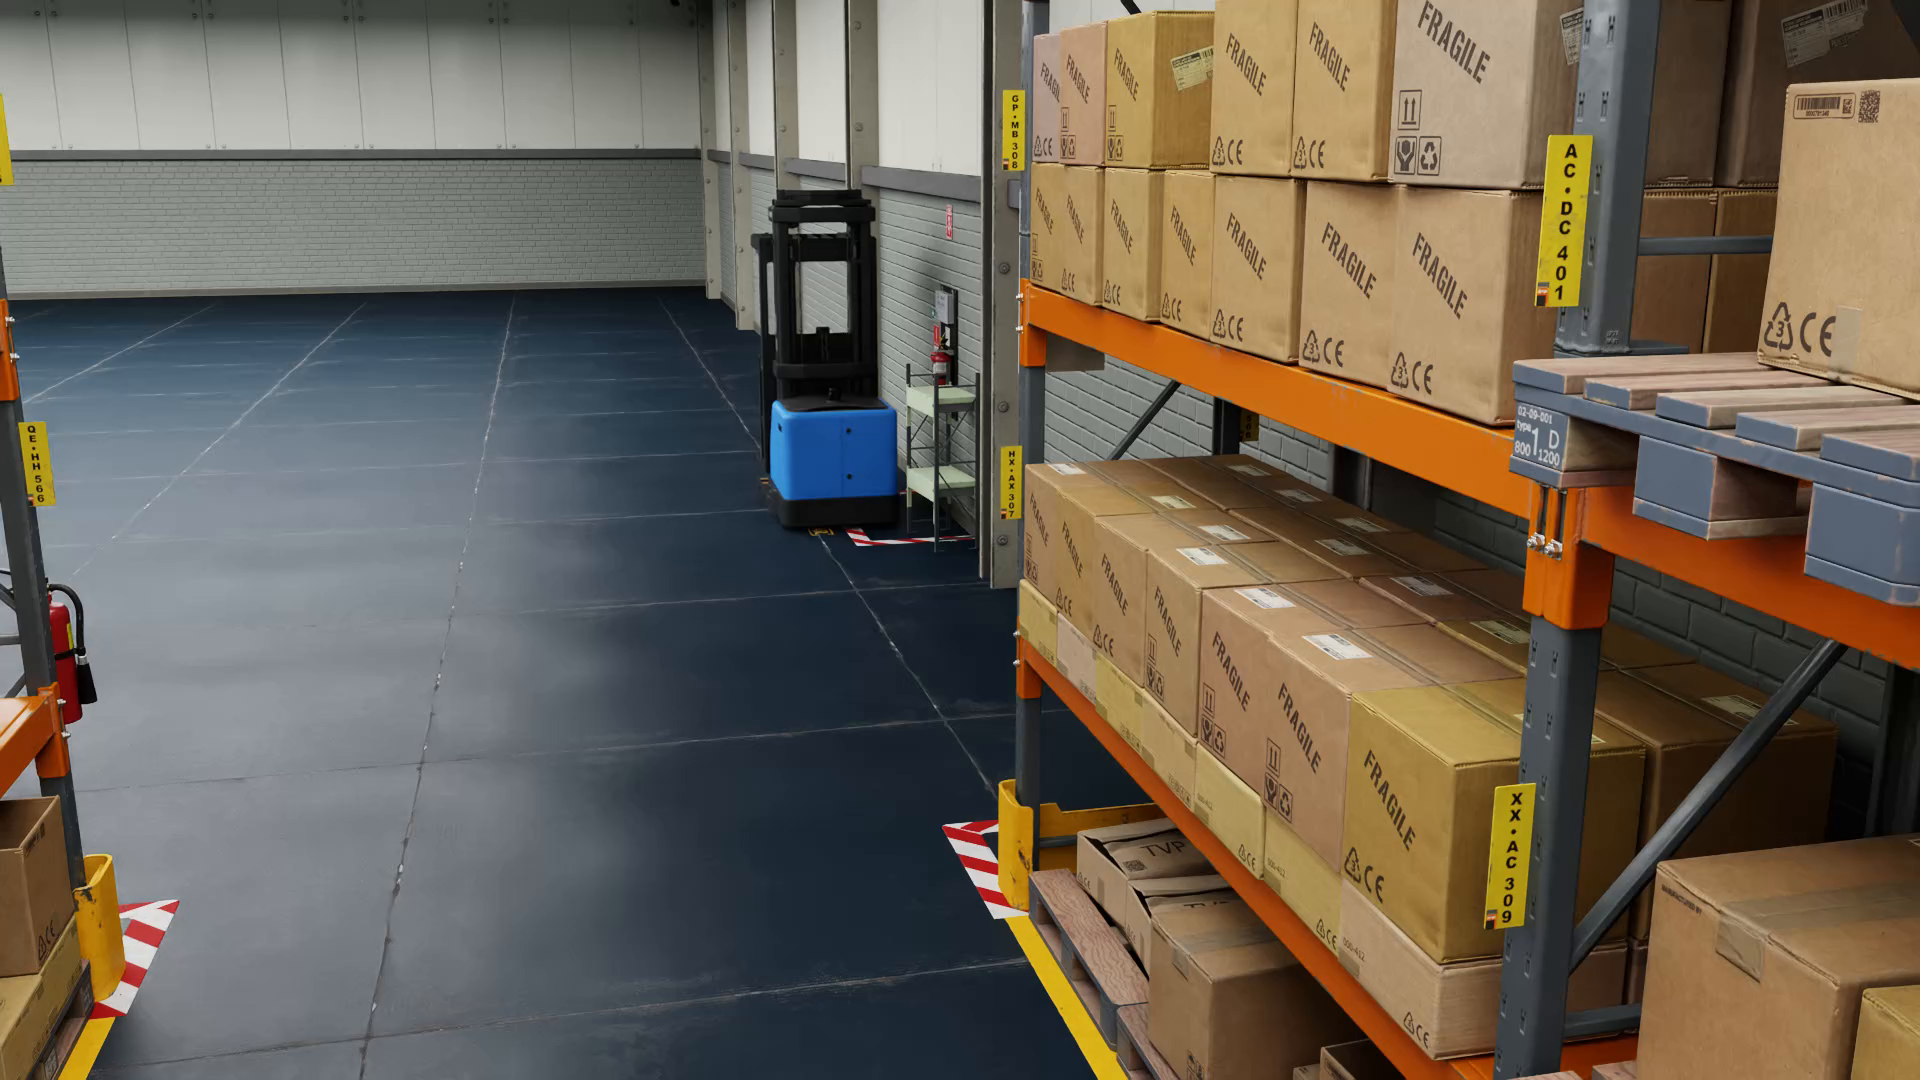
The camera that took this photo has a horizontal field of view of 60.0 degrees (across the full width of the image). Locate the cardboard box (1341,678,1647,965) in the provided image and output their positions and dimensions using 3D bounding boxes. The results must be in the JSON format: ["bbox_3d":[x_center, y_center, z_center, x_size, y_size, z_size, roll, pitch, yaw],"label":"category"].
[{"bbox_3d":[1.284,0.668,4.065,0.500,0.500,0.500,-3,14,-13],"label":"cardboard box"}]

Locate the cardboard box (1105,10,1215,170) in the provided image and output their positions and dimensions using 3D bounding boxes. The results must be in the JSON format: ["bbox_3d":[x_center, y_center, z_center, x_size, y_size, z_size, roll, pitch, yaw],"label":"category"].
[{"bbox_3d":[0.810,-1.524,5.665,0.500,0.500,0.500,-3,14,-12],"label":"cardboard box"}]

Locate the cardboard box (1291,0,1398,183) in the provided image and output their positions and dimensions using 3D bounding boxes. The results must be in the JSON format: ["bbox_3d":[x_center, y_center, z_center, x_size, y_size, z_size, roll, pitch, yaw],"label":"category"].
[{"bbox_3d":[1.175,-1.167,4.203,0.500,0.500,0.500,-3,14,-10],"label":"cardboard box"}]

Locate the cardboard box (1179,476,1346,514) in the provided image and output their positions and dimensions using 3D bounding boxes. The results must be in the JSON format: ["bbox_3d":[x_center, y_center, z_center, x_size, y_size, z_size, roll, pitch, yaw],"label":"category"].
[{"bbox_3d":[1.182,0.051,6.592,0.500,0.500,0.500,-3,14,-12],"label":"cardboard box"}]

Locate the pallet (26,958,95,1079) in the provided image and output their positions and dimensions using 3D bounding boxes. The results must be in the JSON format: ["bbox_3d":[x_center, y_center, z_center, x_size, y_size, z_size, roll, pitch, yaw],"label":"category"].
[{"bbox_3d":[-3.838,1.944,6.024,1.003,0.211,1.213,-3,14,-13],"label":"pallet"}]

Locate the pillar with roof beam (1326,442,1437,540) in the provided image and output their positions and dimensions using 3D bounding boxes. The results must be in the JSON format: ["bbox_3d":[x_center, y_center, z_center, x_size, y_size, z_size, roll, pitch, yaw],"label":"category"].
[{"bbox_3d":[-2.423,-2.423,5.382,9.100,9.000,0.400,-3,14,-13],"label":"pillar with roof beam"}]

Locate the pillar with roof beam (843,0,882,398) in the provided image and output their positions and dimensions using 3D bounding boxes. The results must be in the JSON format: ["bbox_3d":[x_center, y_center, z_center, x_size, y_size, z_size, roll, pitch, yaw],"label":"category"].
[{"bbox_3d":[-5.241,-5.191,16.713,9.100,9.000,0.400,-3,14,-13],"label":"pillar with roof beam"}]

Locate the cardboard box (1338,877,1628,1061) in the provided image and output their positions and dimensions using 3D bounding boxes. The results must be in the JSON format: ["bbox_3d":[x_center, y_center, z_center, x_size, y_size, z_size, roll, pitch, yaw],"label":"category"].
[{"bbox_3d":[1.290,1.032,4.156,0.500,0.250,0.500,-3,14,-13],"label":"cardboard box"}]

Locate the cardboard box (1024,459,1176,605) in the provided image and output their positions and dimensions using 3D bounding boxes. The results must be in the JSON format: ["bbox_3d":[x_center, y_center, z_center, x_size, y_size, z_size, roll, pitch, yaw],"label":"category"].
[{"bbox_3d":[0.576,-0.036,6.947,0.500,0.500,0.500,-3,14,-13],"label":"cardboard box"}]

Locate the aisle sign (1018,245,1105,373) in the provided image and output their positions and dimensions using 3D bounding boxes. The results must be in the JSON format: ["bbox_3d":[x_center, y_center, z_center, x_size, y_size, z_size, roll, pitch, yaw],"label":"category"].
[{"bbox_3d":[0.448,-1.124,7.231,0.394,0.787,0.004,-3,14,-13],"label":"aisle sign"}]

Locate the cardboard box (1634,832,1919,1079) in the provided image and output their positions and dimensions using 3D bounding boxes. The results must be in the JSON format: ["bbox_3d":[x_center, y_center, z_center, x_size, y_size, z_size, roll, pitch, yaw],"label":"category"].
[{"bbox_3d":[1.782,0.918,3.210,0.700,0.500,0.500,-3,14,-13],"label":"cardboard box"}]

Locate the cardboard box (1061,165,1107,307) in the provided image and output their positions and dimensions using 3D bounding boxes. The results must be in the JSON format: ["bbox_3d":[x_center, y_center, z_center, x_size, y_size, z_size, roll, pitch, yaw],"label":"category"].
[{"bbox_3d":[0.683,-1.160,6.281,0.500,0.500,0.500,-2,14,-9],"label":"cardboard box"}]

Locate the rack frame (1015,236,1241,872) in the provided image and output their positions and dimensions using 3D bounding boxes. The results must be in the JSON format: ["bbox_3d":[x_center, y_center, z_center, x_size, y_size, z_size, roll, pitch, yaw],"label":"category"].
[{"bbox_3d":[0.756,0.139,7.540,1.000,3.000,0.127,-3,14,-13],"label":"rack frame"}]

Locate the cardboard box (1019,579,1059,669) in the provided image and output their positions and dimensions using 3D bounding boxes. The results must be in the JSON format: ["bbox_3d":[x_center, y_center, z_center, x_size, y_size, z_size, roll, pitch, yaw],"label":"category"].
[{"bbox_3d":[0.562,0.332,7.022,0.500,0.250,0.500,-4,14,-15],"label":"cardboard box"}]

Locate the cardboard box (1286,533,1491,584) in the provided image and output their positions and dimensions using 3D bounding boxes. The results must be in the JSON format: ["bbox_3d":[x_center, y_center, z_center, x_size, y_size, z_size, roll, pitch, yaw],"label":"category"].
[{"bbox_3d":[1.426,0.286,5.629,0.500,0.500,0.500,-3,14,-12],"label":"cardboard box"}]

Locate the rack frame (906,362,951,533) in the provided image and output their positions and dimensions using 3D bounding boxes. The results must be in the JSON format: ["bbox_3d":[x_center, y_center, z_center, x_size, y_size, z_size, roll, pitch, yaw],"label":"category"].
[{"bbox_3d":[-0.274,-0.805,14.563,0.400,1.500,0.023,-5,15,-19],"label":"rack frame"}]

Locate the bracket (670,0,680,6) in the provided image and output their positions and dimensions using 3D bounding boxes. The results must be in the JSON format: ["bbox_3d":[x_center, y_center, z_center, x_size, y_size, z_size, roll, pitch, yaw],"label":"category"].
[{"bbox_3d":[-6.283,-11.955,36.813,0.235,0.232,0.430,-3,14,-13],"label":"bracket"}]

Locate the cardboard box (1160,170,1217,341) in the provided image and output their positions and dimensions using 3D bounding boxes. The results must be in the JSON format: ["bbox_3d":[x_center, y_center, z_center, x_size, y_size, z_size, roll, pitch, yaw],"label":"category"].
[{"bbox_3d":[0.955,-0.918,5.291,0.500,0.500,0.500,-2,14,-10],"label":"cardboard box"}]

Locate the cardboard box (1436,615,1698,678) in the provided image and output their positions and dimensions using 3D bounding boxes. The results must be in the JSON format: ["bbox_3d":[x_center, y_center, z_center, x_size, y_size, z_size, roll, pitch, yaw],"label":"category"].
[{"bbox_3d":[1.670,0.521,4.670,0.500,0.500,0.500,-3,14,-13],"label":"cardboard box"}]

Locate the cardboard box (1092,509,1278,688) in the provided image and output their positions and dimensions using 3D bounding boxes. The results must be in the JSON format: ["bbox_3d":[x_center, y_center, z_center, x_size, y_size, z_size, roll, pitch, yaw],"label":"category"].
[{"bbox_3d":[0.798,0.198,5.989,0.500,0.500,0.500,-4,14,-15],"label":"cardboard box"}]

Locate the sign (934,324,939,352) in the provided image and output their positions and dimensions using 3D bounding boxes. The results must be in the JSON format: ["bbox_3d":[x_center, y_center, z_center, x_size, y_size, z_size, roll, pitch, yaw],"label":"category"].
[{"bbox_3d":[-0.221,-1.855,15.625,0.001,0.329,0.234,-3,14,-13],"label":"sign"}]

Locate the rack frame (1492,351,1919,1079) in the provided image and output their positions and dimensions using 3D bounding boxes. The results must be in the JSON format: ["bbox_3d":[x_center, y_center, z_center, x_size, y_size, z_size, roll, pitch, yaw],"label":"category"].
[{"bbox_3d":[1.696,1.061,3.763,1.000,3.000,0.127,-3,14,-13],"label":"rack frame"}]

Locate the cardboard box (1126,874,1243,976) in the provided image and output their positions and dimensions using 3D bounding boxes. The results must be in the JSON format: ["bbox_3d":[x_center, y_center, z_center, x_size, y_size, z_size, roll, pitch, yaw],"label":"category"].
[{"bbox_3d":[0.965,1.527,6.595,0.500,0.311,0.500,-2,14,-9],"label":"cardboard box"}]

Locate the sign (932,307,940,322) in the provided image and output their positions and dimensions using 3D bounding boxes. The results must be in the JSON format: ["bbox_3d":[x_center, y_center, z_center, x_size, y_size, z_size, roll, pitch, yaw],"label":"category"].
[{"bbox_3d":[-0.228,-2.111,15.556,0.001,0.109,0.331,-3,14,-13],"label":"sign"}]

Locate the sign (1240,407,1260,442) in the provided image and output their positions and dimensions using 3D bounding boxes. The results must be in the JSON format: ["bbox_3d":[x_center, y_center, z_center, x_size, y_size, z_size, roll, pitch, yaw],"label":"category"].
[{"bbox_3d":[1.300,-0.604,7.473,0.100,0.325,0.005,-3,14,-13],"label":"sign"}]

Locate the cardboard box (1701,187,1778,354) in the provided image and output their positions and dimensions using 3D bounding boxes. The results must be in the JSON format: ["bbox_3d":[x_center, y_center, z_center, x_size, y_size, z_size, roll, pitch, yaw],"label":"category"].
[{"bbox_3d":[1.826,-0.581,3.913,0.500,0.500,0.500,-3,14,-11],"label":"cardboard box"}]

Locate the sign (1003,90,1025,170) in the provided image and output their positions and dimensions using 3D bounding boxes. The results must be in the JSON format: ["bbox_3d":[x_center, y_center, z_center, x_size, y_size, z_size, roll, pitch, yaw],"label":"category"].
[{"bbox_3d":[0.229,-1.713,6.956,0.100,0.325,0.005,-3,14,-13],"label":"sign"}]

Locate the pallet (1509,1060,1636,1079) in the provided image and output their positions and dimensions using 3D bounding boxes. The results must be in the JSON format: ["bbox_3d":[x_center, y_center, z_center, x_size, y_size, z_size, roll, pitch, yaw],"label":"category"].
[{"bbox_3d":[1.734,1.339,3.031,1.003,0.211,1.213,-3,14,-13],"label":"pallet"}]

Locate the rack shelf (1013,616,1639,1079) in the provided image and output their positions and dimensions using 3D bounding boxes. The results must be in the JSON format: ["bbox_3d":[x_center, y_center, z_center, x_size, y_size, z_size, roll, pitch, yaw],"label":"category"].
[{"bbox_3d":[1.226,0.949,5.737,1.077,0.370,4.000,-3,14,-13],"label":"rack shelf"}]

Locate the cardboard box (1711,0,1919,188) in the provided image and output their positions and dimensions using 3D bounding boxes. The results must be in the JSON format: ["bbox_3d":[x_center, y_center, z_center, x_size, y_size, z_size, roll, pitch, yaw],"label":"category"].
[{"bbox_3d":[1.858,-1.069,3.802,0.500,0.500,0.500,-3,14,-12],"label":"cardboard box"}]

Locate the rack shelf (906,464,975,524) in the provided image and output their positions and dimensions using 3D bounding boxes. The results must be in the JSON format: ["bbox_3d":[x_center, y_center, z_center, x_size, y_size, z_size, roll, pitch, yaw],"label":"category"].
[{"bbox_3d":[-0.149,-0.407,14.306,0.431,0.370,0.720,-5,15,-19],"label":"rack shelf"}]

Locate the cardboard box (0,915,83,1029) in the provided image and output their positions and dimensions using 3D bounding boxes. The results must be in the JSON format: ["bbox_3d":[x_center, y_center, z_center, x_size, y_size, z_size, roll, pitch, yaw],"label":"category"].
[{"bbox_3d":[-3.645,1.654,6.244,0.500,0.250,0.500,-3,14,-13],"label":"cardboard box"}]

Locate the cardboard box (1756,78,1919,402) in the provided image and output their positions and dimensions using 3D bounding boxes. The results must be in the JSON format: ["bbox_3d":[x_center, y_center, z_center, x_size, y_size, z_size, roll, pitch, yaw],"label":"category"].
[{"bbox_3d":[1.746,-0.518,2.811,0.500,0.500,0.500,-1,14,-5],"label":"cardboard box"}]

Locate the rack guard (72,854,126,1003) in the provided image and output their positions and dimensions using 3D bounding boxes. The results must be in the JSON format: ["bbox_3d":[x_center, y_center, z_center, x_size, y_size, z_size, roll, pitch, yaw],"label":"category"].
[{"bbox_3d":[-4.064,1.624,6.725,1.175,0.500,0.348,-3,14,-13],"label":"rack guard"}]

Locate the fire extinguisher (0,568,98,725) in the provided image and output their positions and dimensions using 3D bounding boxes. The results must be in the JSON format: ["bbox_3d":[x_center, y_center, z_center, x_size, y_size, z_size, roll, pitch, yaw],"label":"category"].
[{"bbox_3d":[-3.634,0.400,6.633,0.296,0.674,0.183,-3,14,-13],"label":"fire extinguisher"}]

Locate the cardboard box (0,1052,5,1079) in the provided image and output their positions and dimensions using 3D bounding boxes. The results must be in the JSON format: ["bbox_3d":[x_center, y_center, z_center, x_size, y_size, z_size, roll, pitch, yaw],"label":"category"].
[{"bbox_3d":[-3.397,1.884,5.303,0.500,0.250,0.500,-3,14,-13],"label":"cardboard box"}]

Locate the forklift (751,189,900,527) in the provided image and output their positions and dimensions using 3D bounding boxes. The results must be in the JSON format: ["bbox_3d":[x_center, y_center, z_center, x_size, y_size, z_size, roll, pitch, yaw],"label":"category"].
[{"bbox_3d":[-1.369,-1.840,15.781,1.130,2.935,3.031,-3,14,-13],"label":"forklift"}]

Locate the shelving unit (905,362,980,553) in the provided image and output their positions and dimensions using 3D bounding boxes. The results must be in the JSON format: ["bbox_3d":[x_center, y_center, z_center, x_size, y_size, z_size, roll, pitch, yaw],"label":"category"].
[{"bbox_3d":[-0.149,-0.724,14.229,0.431,1.500,0.755,-5,15,-19],"label":"shelving unit"}]

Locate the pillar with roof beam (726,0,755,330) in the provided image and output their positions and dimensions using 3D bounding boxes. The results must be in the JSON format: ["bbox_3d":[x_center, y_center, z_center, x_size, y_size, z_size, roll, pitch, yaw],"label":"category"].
[{"bbox_3d":[-8.060,-7.959,28.044,9.100,9.000,0.400,-3,14,-13],"label":"pillar with roof beam"}]

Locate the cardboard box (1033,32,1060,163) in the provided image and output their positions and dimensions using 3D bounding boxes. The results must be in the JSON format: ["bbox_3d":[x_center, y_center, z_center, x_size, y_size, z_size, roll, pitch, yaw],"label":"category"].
[{"bbox_3d":[0.611,-1.760,6.632,0.500,0.500,0.500,-4,14,-17],"label":"cardboard box"}]

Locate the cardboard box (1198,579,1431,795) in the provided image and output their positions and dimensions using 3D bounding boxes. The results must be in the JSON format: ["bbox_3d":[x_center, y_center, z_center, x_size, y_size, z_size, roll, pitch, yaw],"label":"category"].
[{"bbox_3d":[1.053,0.437,5.013,0.500,0.500,0.500,-4,14,-15],"label":"cardboard box"}]

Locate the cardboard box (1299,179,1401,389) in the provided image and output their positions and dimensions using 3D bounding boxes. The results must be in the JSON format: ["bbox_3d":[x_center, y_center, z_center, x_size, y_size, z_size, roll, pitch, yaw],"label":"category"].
[{"bbox_3d":[1.230,-0.674,4.293,0.500,0.500,0.500,-5,14,-18],"label":"cardboard box"}]

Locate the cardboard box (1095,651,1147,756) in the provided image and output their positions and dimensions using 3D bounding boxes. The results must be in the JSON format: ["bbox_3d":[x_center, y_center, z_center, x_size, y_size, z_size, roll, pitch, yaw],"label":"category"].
[{"bbox_3d":[0.812,0.569,6.053,0.500,0.250,0.500,-4,14,-14],"label":"cardboard box"}]

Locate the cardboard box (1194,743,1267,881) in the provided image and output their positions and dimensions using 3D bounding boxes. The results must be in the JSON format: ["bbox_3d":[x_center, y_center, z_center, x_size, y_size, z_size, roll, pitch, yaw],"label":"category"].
[{"bbox_3d":[1.048,0.801,5.100,0.500,0.250,0.500,-3,14,-13],"label":"cardboard box"}]

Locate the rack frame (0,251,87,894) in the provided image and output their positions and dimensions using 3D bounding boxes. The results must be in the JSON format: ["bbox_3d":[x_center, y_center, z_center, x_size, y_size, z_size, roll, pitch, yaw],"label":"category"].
[{"bbox_3d":[-4.058,0.415,6.406,1.000,3.000,0.127,-3,14,-13],"label":"rack frame"}]

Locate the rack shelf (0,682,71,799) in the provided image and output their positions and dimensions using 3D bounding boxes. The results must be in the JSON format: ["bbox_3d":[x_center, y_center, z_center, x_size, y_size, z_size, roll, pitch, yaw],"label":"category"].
[{"bbox_3d":[-3.588,1.226,4.603,1.077,0.370,4.000,-3,14,-13],"label":"rack shelf"}]

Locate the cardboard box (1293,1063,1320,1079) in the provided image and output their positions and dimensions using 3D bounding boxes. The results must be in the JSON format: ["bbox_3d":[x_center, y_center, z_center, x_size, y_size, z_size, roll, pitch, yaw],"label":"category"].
[{"bbox_3d":[1.339,1.862,5.564,0.380,0.149,0.250,-4,14,-18],"label":"cardboard box"}]

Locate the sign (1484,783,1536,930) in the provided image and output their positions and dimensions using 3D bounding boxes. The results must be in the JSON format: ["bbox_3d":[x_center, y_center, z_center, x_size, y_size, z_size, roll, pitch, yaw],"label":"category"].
[{"bbox_3d":[1.170,0.673,3.529,0.100,0.325,0.005,-3,14,-13],"label":"sign"}]
